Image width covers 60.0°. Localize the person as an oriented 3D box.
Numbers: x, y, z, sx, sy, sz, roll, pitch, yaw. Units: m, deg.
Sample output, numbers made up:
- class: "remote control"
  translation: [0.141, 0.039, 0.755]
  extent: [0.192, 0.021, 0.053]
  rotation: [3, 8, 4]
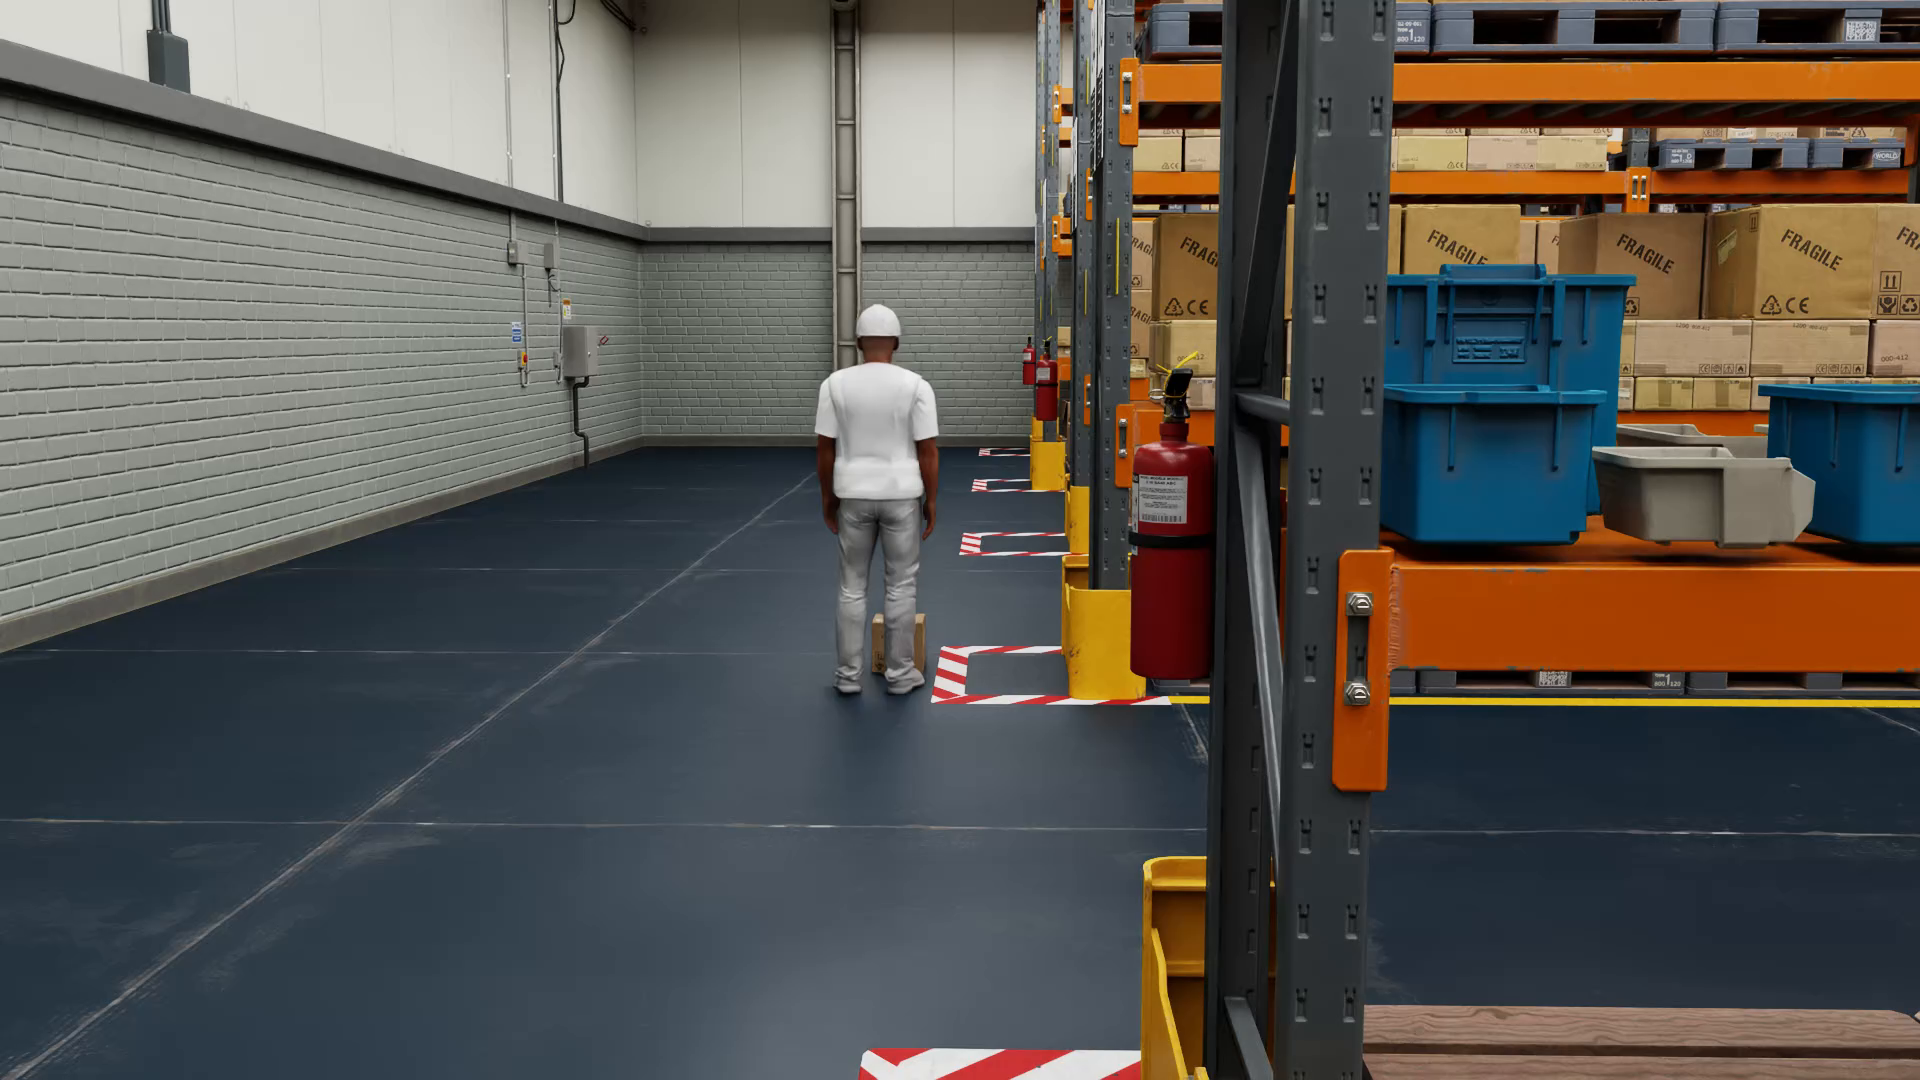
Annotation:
- class: "person"
  translation: [-0.372, -0.178, 7.614]
  extent: [0.569, 1.781, 0.362]
  rotation: [1, 7, 9]
